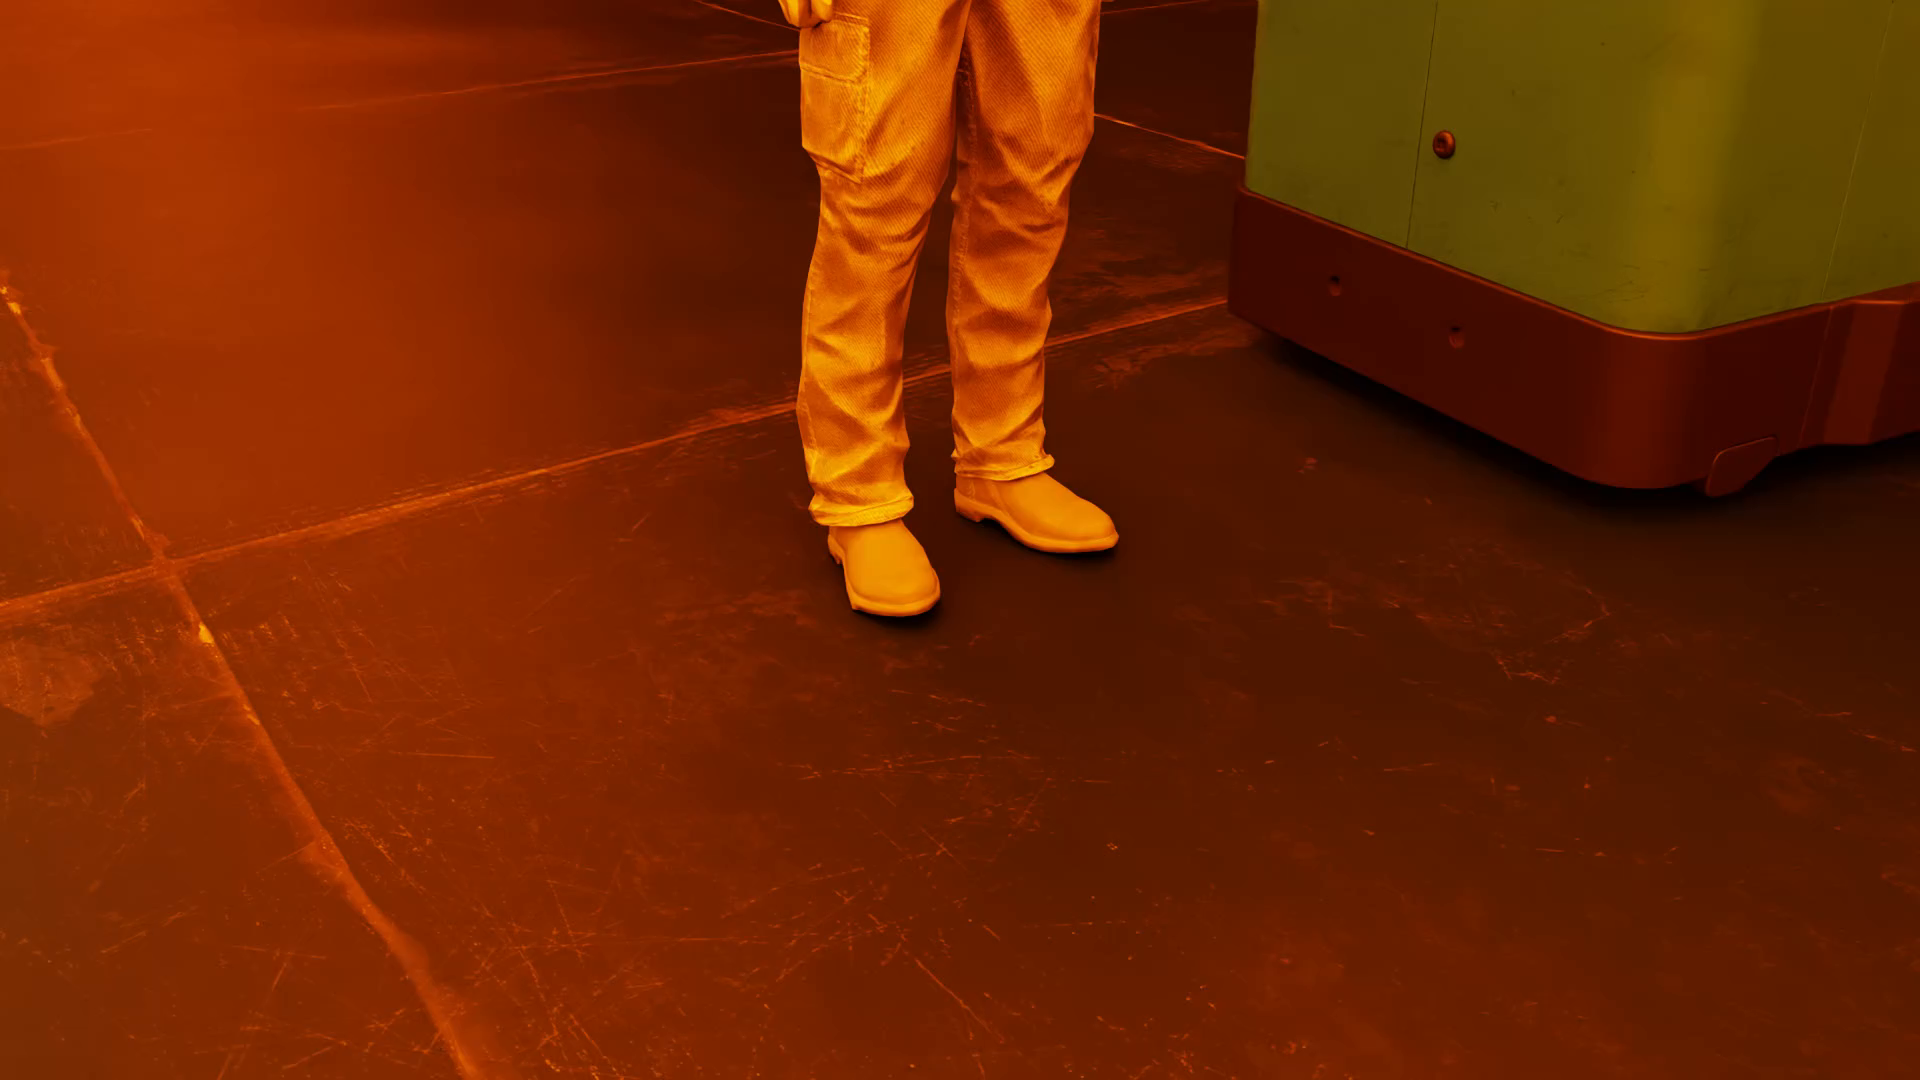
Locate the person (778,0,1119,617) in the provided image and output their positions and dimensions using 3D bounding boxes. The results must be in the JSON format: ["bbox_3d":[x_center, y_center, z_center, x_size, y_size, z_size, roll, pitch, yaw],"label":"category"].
[{"bbox_3d":[0.003,-0.797,2.099,0.542,1.789,0.387,-17,31,-31],"label":"person"}]

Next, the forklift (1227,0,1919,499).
[{"bbox_3d":[2.066,-1.832,2.884,3.031,2.935,1.130,-14,30,-25],"label":"forklift"}]
